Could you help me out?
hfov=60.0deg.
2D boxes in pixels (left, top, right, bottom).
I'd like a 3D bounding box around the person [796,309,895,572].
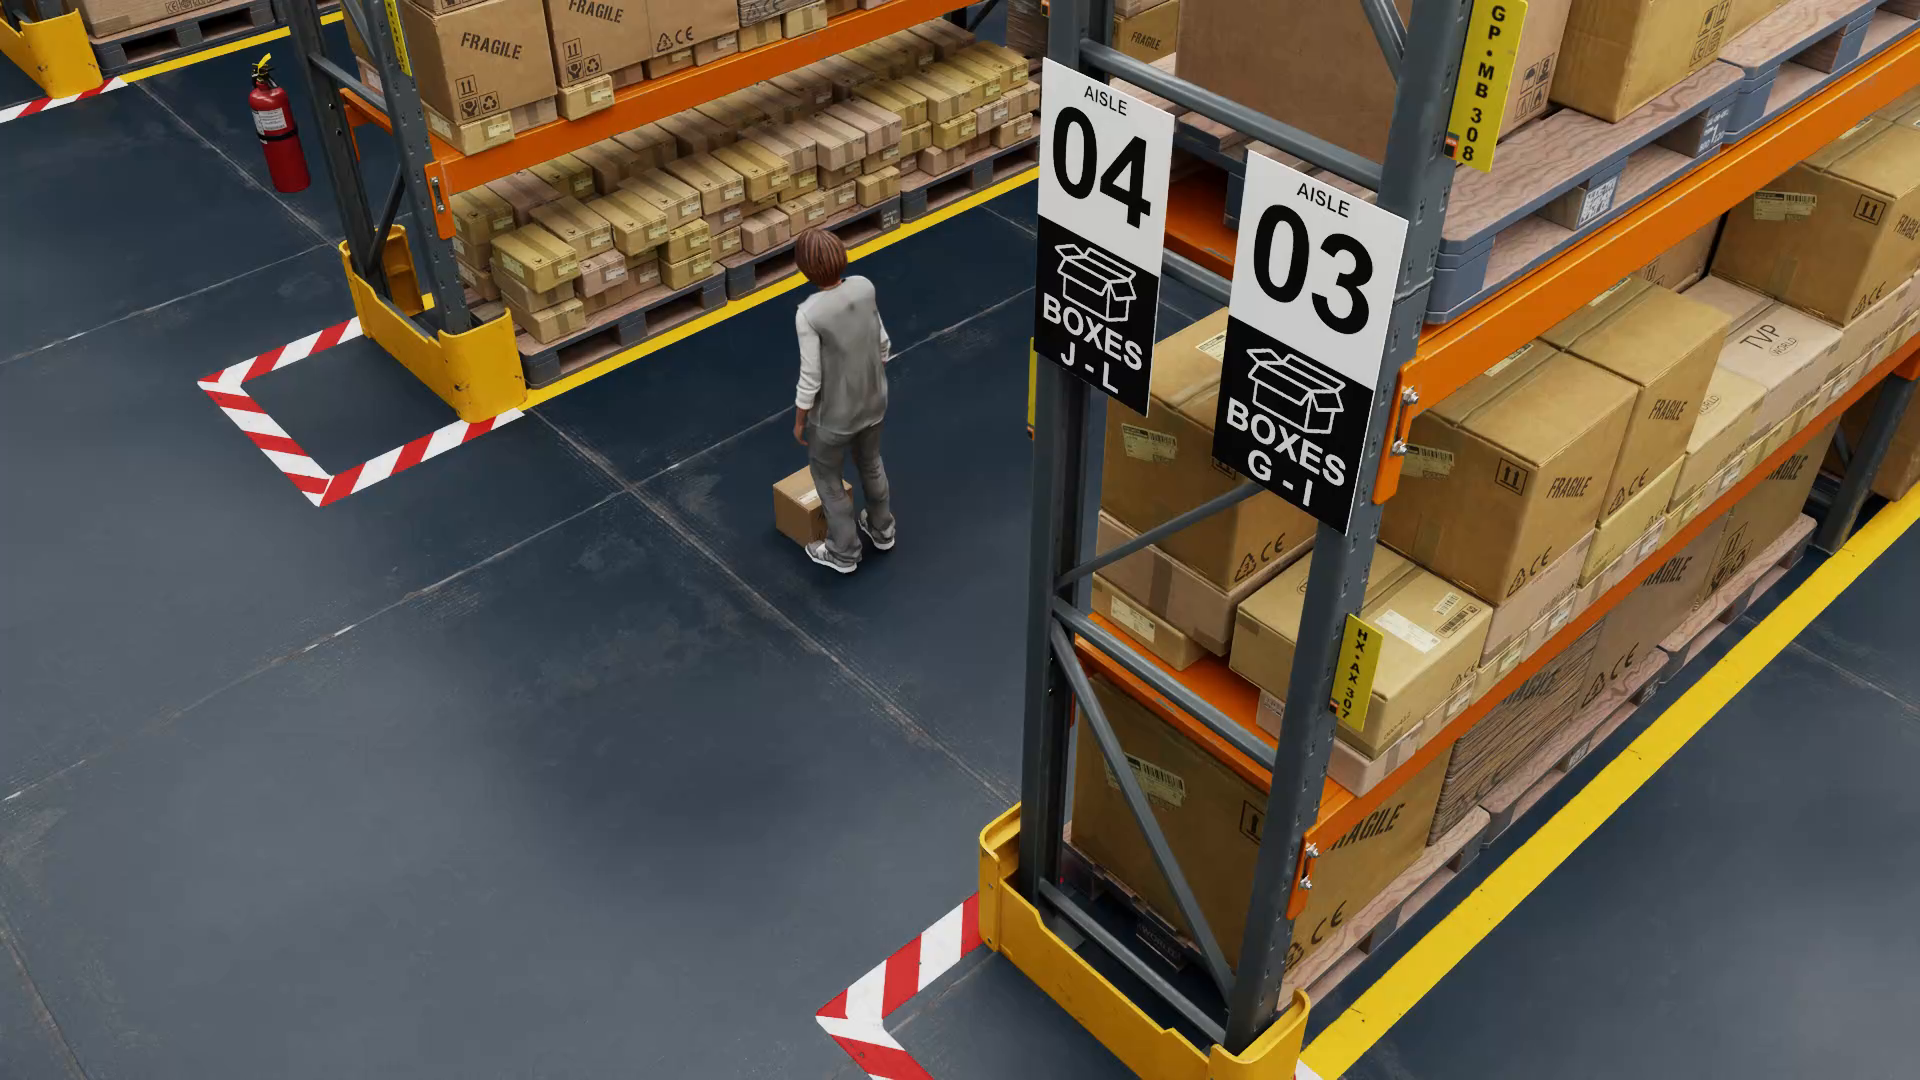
[{"bbox_3d":[-0.480,-0.454,6.884,0.473,1.352,0.318,-32,50,-32],"label":"person"}]
